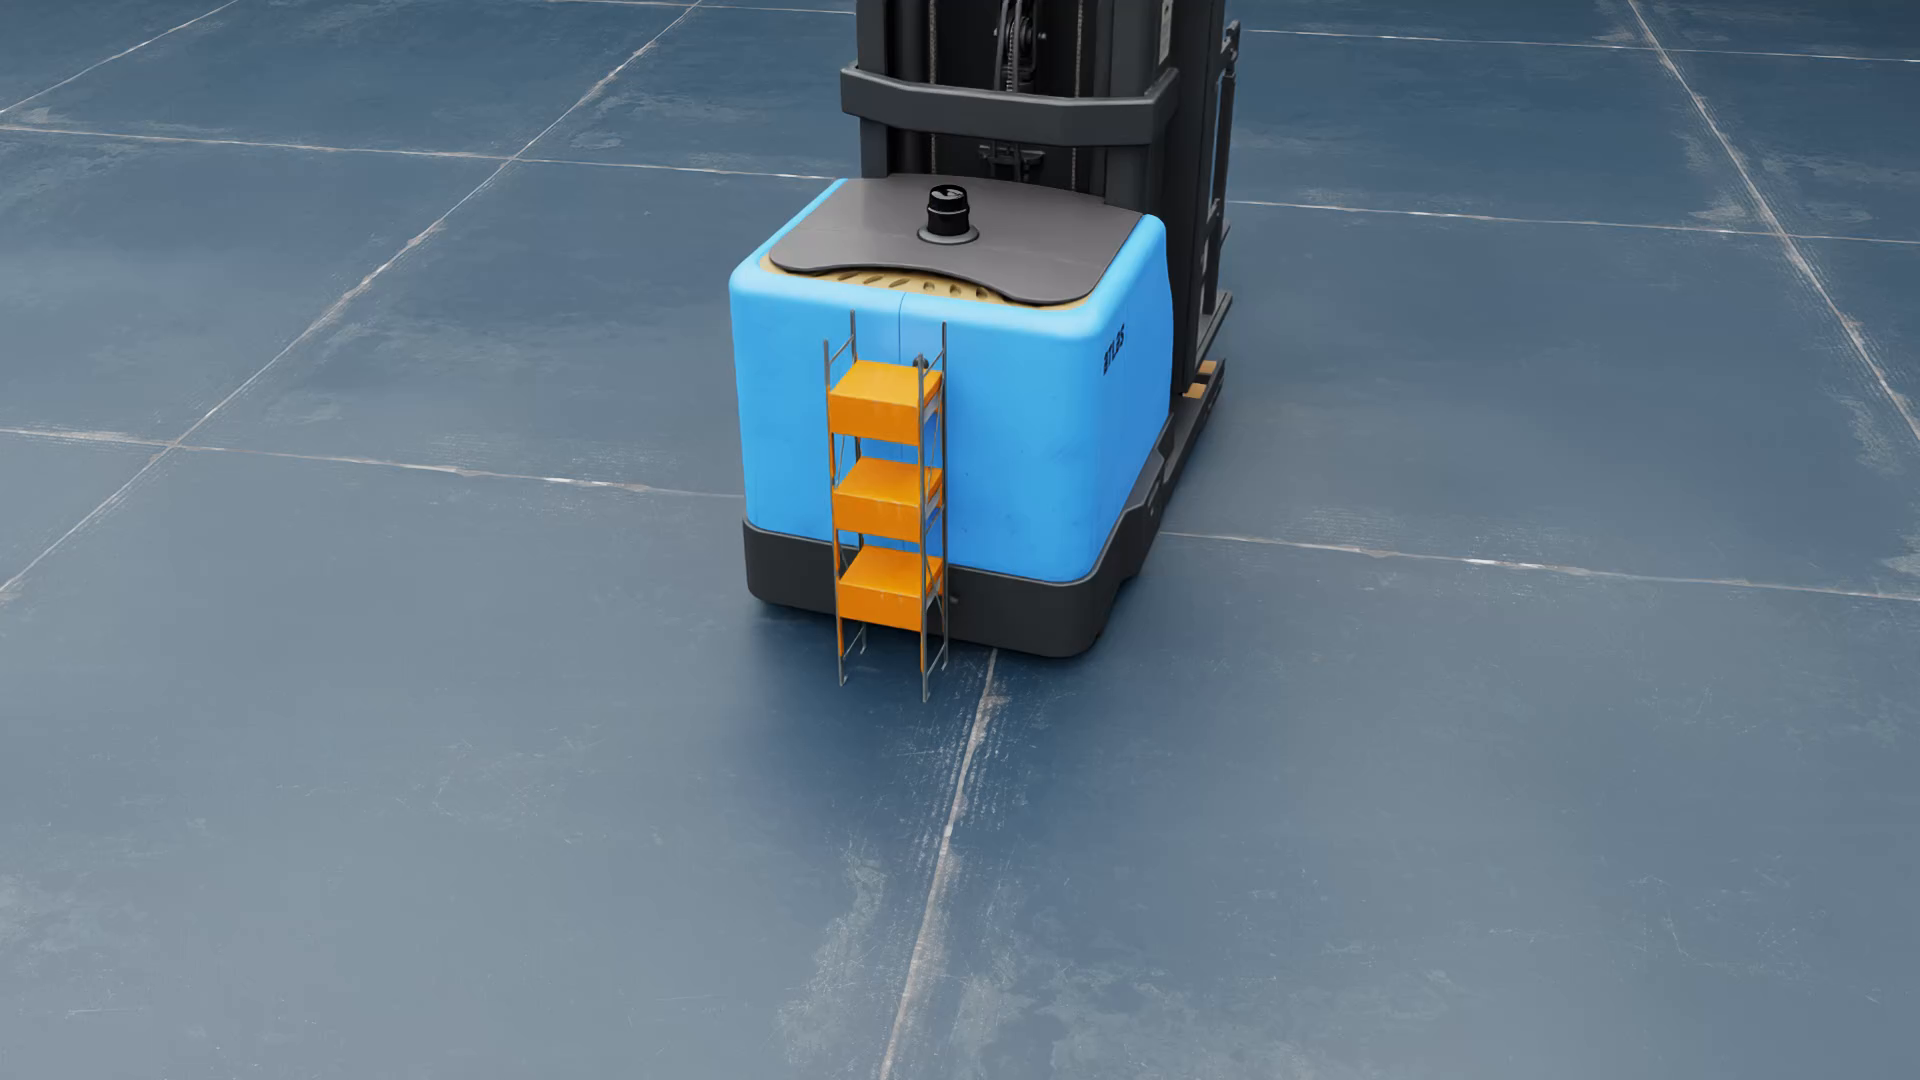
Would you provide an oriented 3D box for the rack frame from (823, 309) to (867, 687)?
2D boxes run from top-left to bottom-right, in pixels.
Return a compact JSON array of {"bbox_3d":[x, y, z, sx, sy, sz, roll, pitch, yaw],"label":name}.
[{"bbox_3d":[-0.299,-0.089,4.403,0.008,1.050,0.200,10,33,15],"label":"rack frame"}]

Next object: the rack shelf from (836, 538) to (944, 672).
[{"bbox_3d":[-0.183,0.175,4.524,0.240,0.259,0.215,10,33,15],"label":"rack shelf"}]

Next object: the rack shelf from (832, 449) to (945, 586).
[{"bbox_3d":[-0.183,-0.060,4.377,0.240,0.259,0.215,10,33,15],"label":"rack shelf"}]

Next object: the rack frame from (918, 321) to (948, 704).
[{"bbox_3d":[-0.067,-0.050,4.340,0.008,1.050,0.200,10,33,15],"label":"rack frame"}]

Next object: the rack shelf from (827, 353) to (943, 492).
[{"bbox_3d":[-0.183,-0.301,4.226,0.240,0.259,0.215,10,33,15],"label":"rack shelf"}]

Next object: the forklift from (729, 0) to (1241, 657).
[{"bbox_3d":[0.324,-1.691,5.190,1.130,2.935,3.031,10,33,16],"label":"forklift"}]

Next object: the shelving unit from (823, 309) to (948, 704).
[{"bbox_3d":[-0.183,-0.069,4.371,0.252,1.050,0.215,10,33,15],"label":"shelving unit"}]
